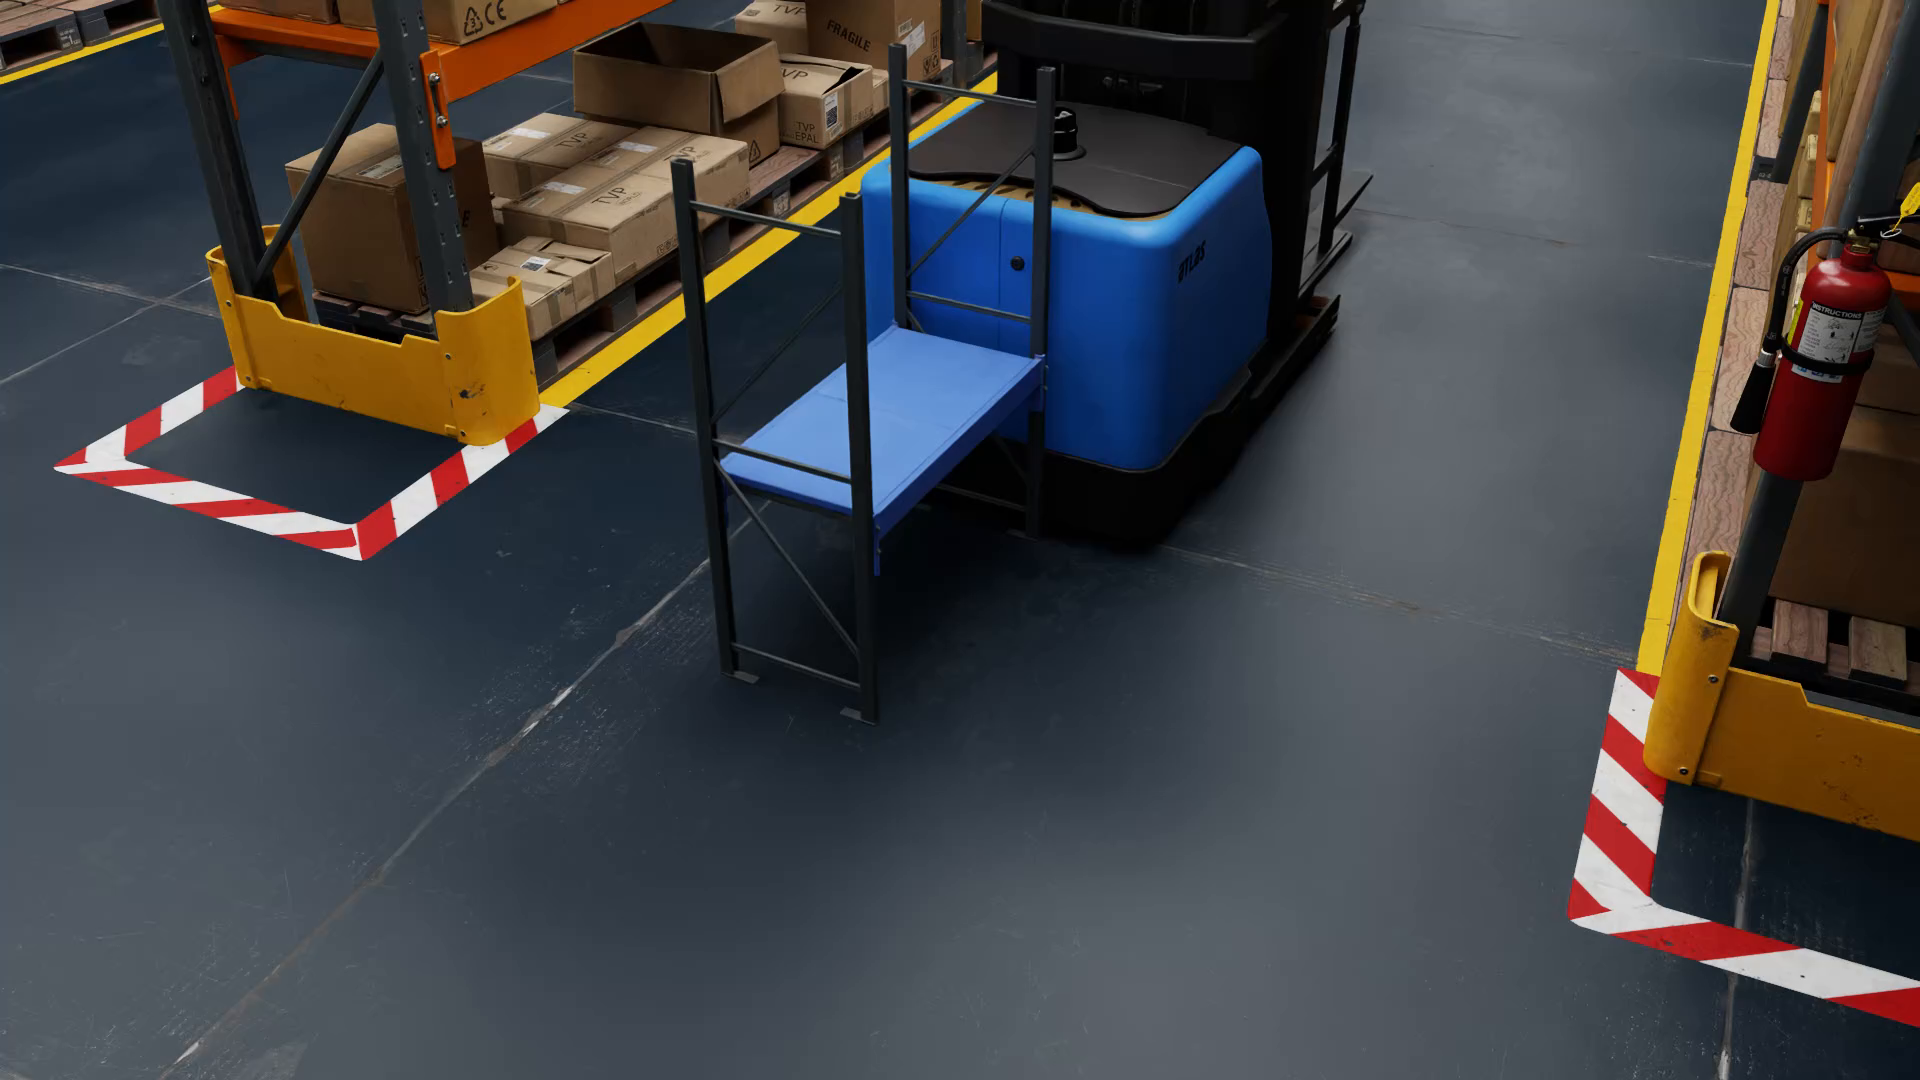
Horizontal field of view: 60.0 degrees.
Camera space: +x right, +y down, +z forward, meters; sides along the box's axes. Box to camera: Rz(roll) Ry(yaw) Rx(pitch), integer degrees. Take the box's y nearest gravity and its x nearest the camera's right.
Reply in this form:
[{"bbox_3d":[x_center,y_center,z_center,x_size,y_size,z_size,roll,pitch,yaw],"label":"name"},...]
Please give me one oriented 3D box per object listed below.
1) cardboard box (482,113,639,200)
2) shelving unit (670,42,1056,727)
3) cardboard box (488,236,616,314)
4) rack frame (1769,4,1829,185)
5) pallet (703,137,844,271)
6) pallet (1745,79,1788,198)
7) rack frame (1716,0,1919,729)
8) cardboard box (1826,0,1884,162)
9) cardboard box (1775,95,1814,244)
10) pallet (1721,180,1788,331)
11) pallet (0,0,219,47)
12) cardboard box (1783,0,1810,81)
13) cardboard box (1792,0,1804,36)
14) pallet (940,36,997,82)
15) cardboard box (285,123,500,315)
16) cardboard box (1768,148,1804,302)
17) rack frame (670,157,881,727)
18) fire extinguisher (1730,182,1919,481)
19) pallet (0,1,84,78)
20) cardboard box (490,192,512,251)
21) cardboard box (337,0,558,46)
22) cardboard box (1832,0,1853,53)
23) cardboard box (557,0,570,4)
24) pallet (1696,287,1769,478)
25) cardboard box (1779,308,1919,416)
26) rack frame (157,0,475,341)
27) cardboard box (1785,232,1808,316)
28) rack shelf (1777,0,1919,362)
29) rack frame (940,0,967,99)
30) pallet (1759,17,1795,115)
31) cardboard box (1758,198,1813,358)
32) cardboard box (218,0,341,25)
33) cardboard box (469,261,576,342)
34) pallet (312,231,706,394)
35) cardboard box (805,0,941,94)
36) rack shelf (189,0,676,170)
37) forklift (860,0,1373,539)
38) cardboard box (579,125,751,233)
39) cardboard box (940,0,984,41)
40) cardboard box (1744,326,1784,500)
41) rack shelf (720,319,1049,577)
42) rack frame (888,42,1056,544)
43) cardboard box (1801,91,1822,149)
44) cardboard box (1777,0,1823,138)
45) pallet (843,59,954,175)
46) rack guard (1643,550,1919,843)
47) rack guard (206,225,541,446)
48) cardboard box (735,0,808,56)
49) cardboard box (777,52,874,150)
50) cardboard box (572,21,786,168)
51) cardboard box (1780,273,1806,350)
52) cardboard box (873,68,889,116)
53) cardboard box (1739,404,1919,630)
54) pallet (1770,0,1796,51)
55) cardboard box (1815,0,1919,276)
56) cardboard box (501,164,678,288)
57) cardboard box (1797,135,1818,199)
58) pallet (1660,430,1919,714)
[{"bbox_3d":[-1.689,-1.576,7.024,0.500,0.250,0.500,14,36,20],"label":"cardboard box"},{"bbox_3d":[-0.208,-0.440,4.554,0.538,1.500,1.048,16,37,23],"label":"shelving unit"},{"bbox_3d":[-1.525,-1.001,6.224,0.380,0.166,0.250,14,36,20],"label":"cardboard box"},{"bbox_3d":[4.057,-2.605,6.488,1.000,3.000,0.127,14,36,20],"label":"rack frame"},{"bbox_3d":[-1.241,-1.622,7.532,1.003,0.211,1.213,14,36,20],"label":"pallet"},{"bbox_3d":[4.312,-1.841,7.865,1.003,0.211,1.213,14,36,20],"label":"pallet"},{"bbox_3d":[2.384,-0.613,3.450,1.000,3.000,0.127,14,36,20],"label":"rack frame"},{"bbox_3d":[2.882,-1.360,4.315,0.980,0.700,0.700,14,36,20],"label":"cardboard box"},{"bbox_3d":[3.651,-1.387,6.526,0.700,0.500,0.500,15,36,21],"label":"cardboard box"},{"bbox_3d":[3.668,-1.079,6.702,1.003,0.211,1.213,14,36,20],"label":"pallet"},{"bbox_3d":[-5.213,-3.337,10.147,1.003,0.211,1.213,14,36,20],"label":"pallet"},{"bbox_3d":[4.580,-2.679,8.178,0.750,0.750,0.750,15,36,22],"label":"cardboard box"},{"bbox_3d":[4.932,-3.103,8.825,0.750,0.750,0.750,14,36,20],"label":"cardboard box"},{"bbox_3d":[-0.138,-2.988,9.614,1.003,0.211,1.213,14,36,20],"label":"pallet"},{"bbox_3d":[-2.113,-1.214,6.244,0.500,0.500,0.500,14,36,20],"label":"cardboard box"},{"bbox_3d":[3.438,-1.137,6.146,0.700,0.500,0.500,14,36,20],"label":"cardboard box"},{"bbox_3d":[-0.444,-0.193,4.177,0.500,1.500,0.032,16,37,23],"label":"rack frame"},{"bbox_3d":[1.902,-0.456,3.620,0.296,0.674,0.183,14,36,20],"label":"fire extinguisher"},{"bbox_3d":[-5.722,-2.727,9.217,1.003,0.211,1.213,14,36,20],"label":"pallet"},{"bbox_3d":[-1.862,-1.255,6.612,0.380,0.166,0.250,14,36,20],"label":"cardboard box"},{"bbox_3d":[-1.692,-1.950,5.397,0.500,0.500,0.500,15,36,21],"label":"cardboard box"},{"bbox_3d":[3.210,-1.738,4.891,0.980,0.700,0.700,12,35,18],"label":"cardboard box"},{"bbox_3d":[-1.481,-2.208,5.791,0.500,0.500,0.500,14,36,20],"label":"cardboard box"},{"bbox_3d":[3.159,-0.469,5.772,1.003,0.211,1.213,14,36,20],"label":"pallet"},{"bbox_3d":[2.474,-0.492,4.570,0.380,0.149,0.250,14,36,20],"label":"cardboard box"},{"bbox_3d":[-2.117,-1.748,5.180,1.000,3.000,0.127,14,36,20],"label":"rack frame"},{"bbox_3d":[3.005,-0.615,5.349,0.700,0.500,0.500,13,35,19],"label":"cardboard box"},{"bbox_3d":[3.221,-1.309,5.166,1.077,0.370,4.000,14,36,20],"label":"rack shelf"},{"bbox_3d":[-0.444,-3.740,8.218,1.000,3.000,0.127,14,36,20],"label":"rack frame"},{"bbox_3d":[4.821,-2.451,8.795,1.003,0.211,1.213,14,36,20],"label":"pallet"},{"bbox_3d":[3.221,-0.882,5.757,0.700,0.500,0.500,15,36,22],"label":"cardboard box"},{"bbox_3d":[-2.177,-2.075,5.588,0.500,0.500,0.500,15,36,22],"label":"cardboard box"},{"bbox_3d":[-1.630,-0.869,6.039,0.380,0.149,0.250,14,36,20],"label":"cardboard box"},{"bbox_3d":[-1.753,-1.017,6.608,1.003,0.211,1.213,14,36,20],"label":"pallet"},{"bbox_3d":[-0.424,-2.530,8.251,0.500,0.500,0.500,14,36,20],"label":"cardboard box"},{"bbox_3d":[-1.280,-2.443,6.896,1.077,0.370,4.000,14,36,20],"label":"rack shelf"},{"bbox_3d":[0.815,-2.016,5.652,1.130,2.935,3.031,16,37,23],"label":"forklift"},{"bbox_3d":[-1.214,-1.486,6.887,0.500,0.250,0.500,14,36,20],"label":"cardboard box"},{"bbox_3d":[-0.020,-3.064,9.065,0.500,0.500,0.500,13,35,18],"label":"cardboard box"},{"bbox_3d":[2.795,-0.364,4.967,0.700,0.500,0.500,14,36,20],"label":"cardboard box"},{"bbox_3d":[-0.208,-0.290,4.652,0.538,0.185,1.000,16,37,23],"label":"rack shelf"},{"bbox_3d":[0.028,-0.687,4.930,0.500,1.500,0.032,16,37,23],"label":"rack frame"},{"bbox_3d":[3.342,-1.529,6.152,0.380,0.149,0.250,15,36,22],"label":"cardboard box"},{"bbox_3d":[4.211,-2.236,7.501,0.750,0.750,0.750,15,36,21],"label":"cardboard box"},{"bbox_3d":[-0.732,-2.232,8.462,1.003,0.211,1.213,14,36,20],"label":"pallet"},{"bbox_3d":[2.374,0.444,4.117,1.175,0.500,0.348,14,36,20],"label":"rack guard"},{"bbox_3d":[-2.085,-0.740,5.923,1.175,0.500,0.348,14,36,20],"label":"rack guard"},{"bbox_3d":[-0.816,-2.640,8.592,0.500,0.311,0.500,14,36,20],"label":"cardboard box"},{"bbox_3d":[-0.738,-2.077,7.733,0.500,0.311,0.500,14,36,20],"label":"cardboard box"},{"bbox_3d":[-1.225,-1.943,7.353,0.797,0.503,0.637,14,36,20],"label":"cardboard box"},{"bbox_3d":[2.580,-0.620,4.765,0.380,0.149,0.250,15,36,22],"label":"cardboard box"},{"bbox_3d":[-0.527,-2.182,8.042,0.380,0.149,0.250,14,36,20],"label":"cardboard box"},{"bbox_3d":[2.586,-0.115,4.587,0.700,0.500,0.500,14,36,20],"label":"cardboard box"},{"bbox_3d":[5.333,-3.056,9.718,1.003,0.211,1.213,14,36,20],"label":"pallet"},{"bbox_3d":[2.588,-0.995,3.758,0.980,0.700,0.700,16,36,23],"label":"cardboard box"},{"bbox_3d":[-1.423,-1.237,6.507,0.500,0.250,0.500,14,36,20],"label":"cardboard box"},{"bbox_3d":[3.124,-1.269,5.755,0.380,0.149,0.250,13,35,19],"label":"cardboard box"},{"bbox_3d":[2.647,0.137,4.849,1.003,0.211,1.213,14,36,20],"label":"pallet"}]
